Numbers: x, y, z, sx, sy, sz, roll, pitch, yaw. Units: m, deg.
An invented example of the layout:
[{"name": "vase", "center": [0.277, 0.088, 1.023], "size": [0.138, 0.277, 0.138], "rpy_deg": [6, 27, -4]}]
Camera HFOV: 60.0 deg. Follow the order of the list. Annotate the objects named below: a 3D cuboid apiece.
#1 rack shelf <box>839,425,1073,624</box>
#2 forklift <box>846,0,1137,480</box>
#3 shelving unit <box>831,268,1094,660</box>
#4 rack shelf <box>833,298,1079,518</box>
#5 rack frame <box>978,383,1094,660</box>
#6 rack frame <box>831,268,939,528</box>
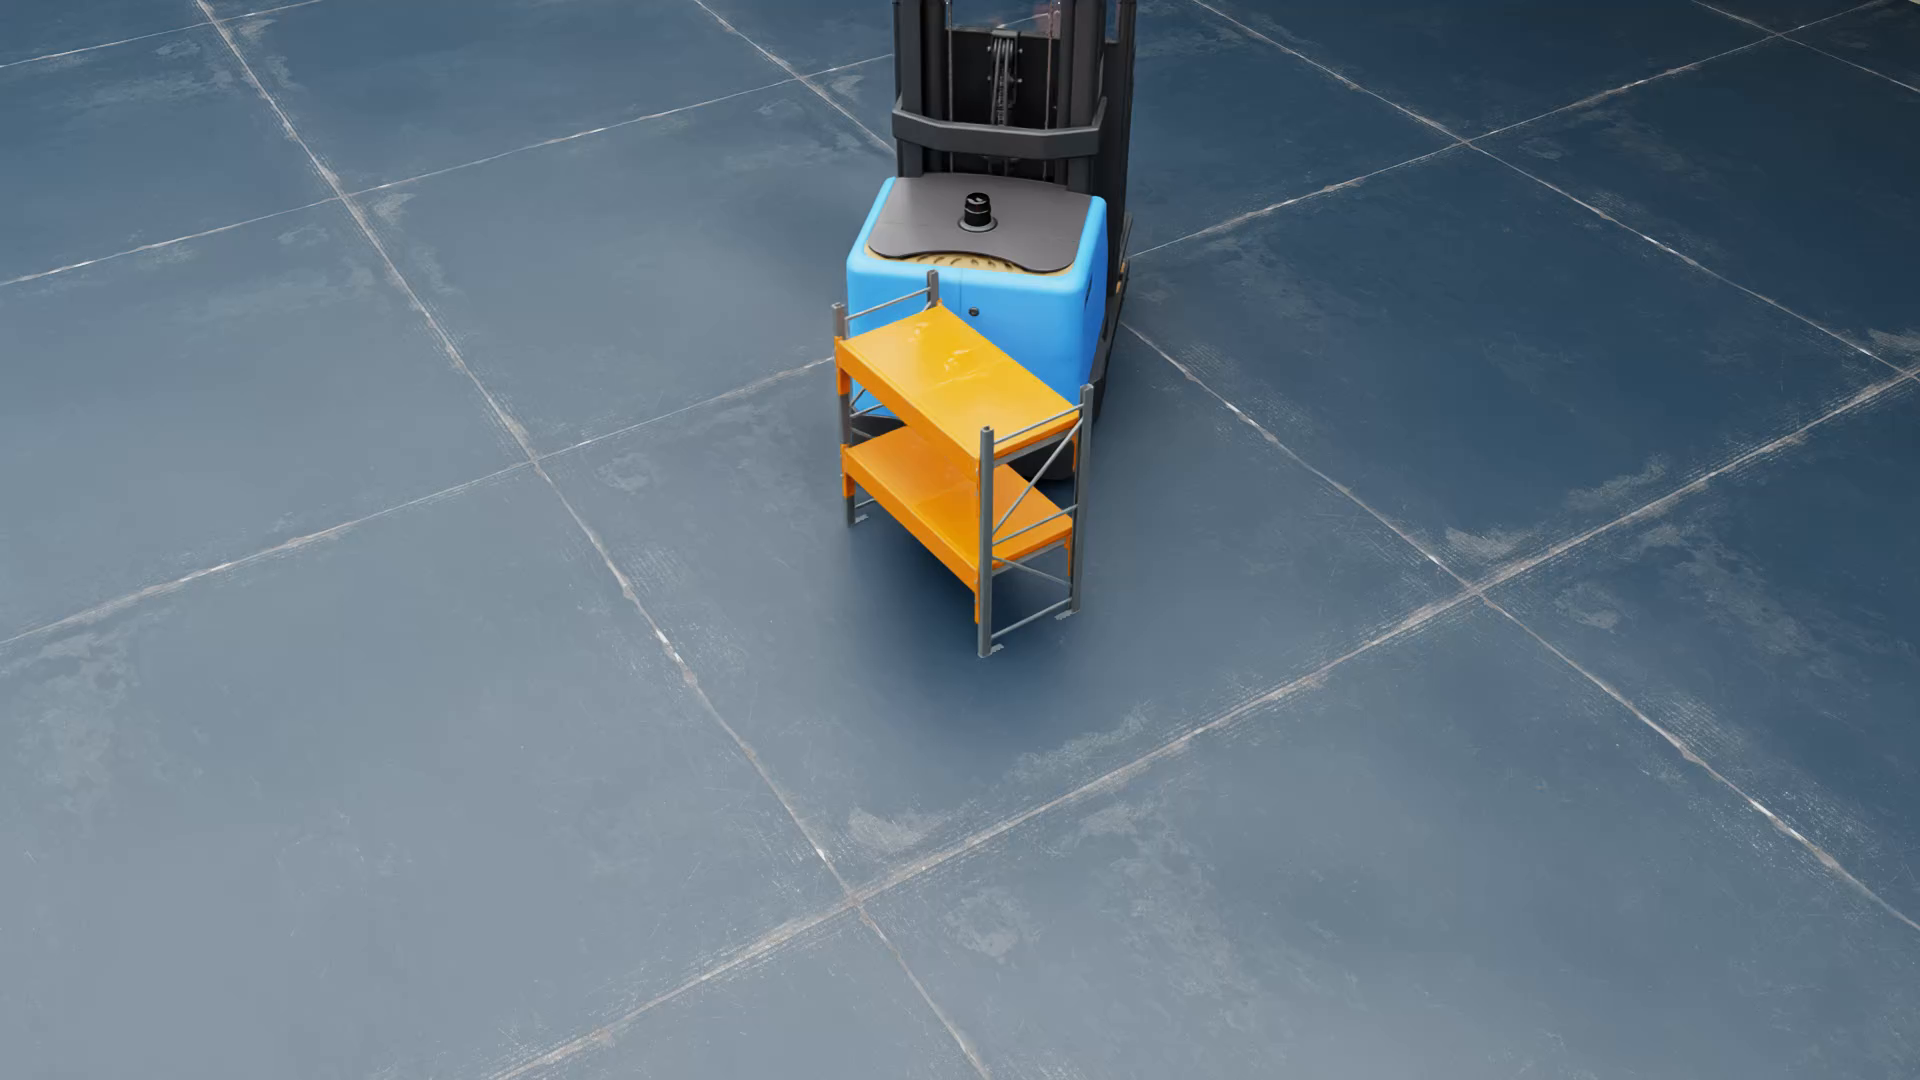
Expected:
[{"name": "rack shelf", "center": [-0.007, -0.131, 6.910], "size": [0.538, 0.278, 1.000], "rpy_deg": [-24, 46, -26]}, {"name": "forklift", "center": [0.289, -2.343, 7.772], "size": [1.130, 2.935, 3.031], "rpy_deg": [7, 40, 8]}, {"name": "shelving unit", "center": [-0.007, -0.318, 6.753], "size": [0.538, 1.125, 1.048], "rpy_deg": [-24, 46, -26]}, {"name": "rack shelf", "center": [-0.007, -0.543, 6.566], "size": [0.538, 0.278, 1.000], "rpy_deg": [-24, 46, -26]}, {"name": "rack frame", "center": [0.285, -0.052, 6.434], "size": [0.500, 1.125, 0.032], "rpy_deg": [-24, 46, -26]}, {"name": "rack frame", "center": [-0.299, -0.585, 7.073], "size": [0.500, 1.125, 0.032], "rpy_deg": [-24, 46, -26]}]
